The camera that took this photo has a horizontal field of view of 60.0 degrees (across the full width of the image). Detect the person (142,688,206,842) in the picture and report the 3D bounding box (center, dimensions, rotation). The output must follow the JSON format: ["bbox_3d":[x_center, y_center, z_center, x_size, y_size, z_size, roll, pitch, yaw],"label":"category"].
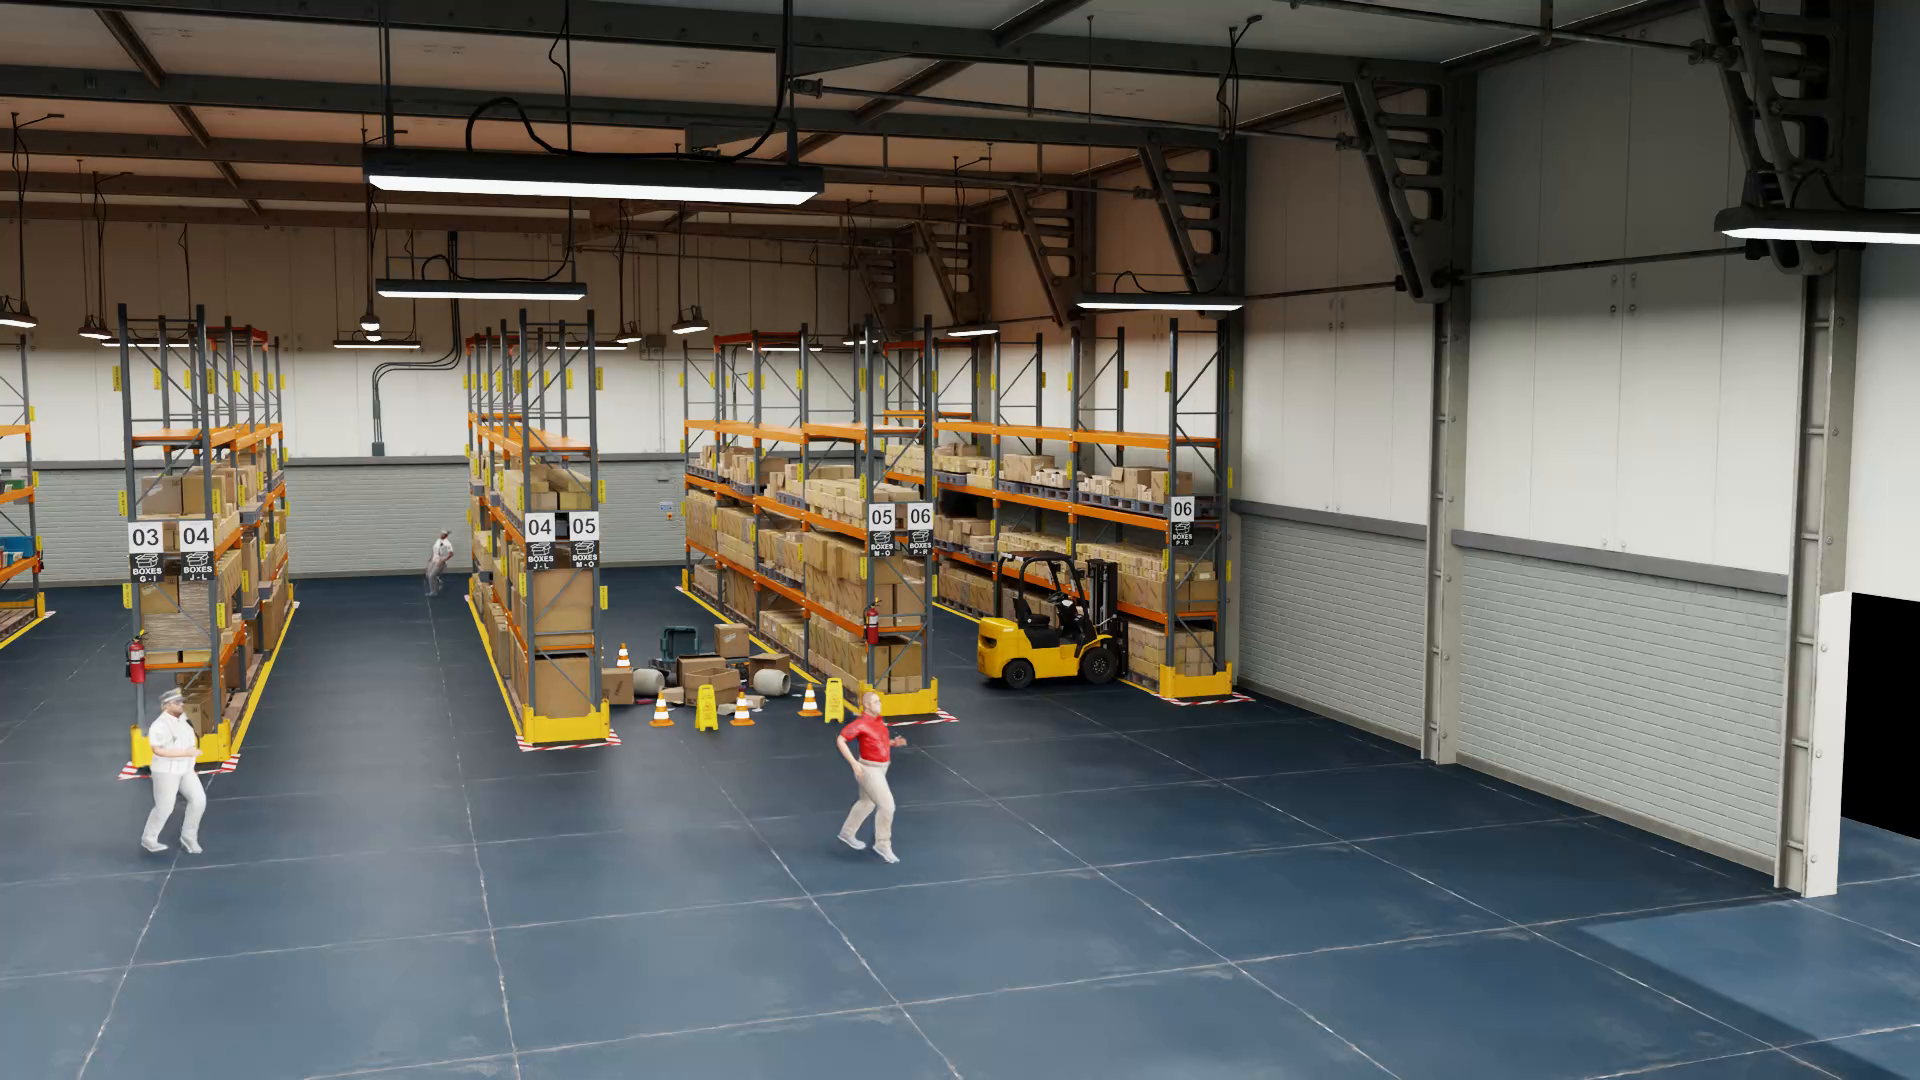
[{"bbox_3d":[-8.357,2.375,17.616,0.631,1.659,0.464,1,6,12],"label":"person"}]

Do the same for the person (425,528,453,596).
[{"bbox_3d":[-12.168,0.512,38.817,0.656,1.606,0.539,5,7,43],"label":"person"}]

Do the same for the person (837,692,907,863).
[{"bbox_3d":[-0.941,2.492,17.519,0.800,1.800,0.637,1,6,14],"label":"person"}]
